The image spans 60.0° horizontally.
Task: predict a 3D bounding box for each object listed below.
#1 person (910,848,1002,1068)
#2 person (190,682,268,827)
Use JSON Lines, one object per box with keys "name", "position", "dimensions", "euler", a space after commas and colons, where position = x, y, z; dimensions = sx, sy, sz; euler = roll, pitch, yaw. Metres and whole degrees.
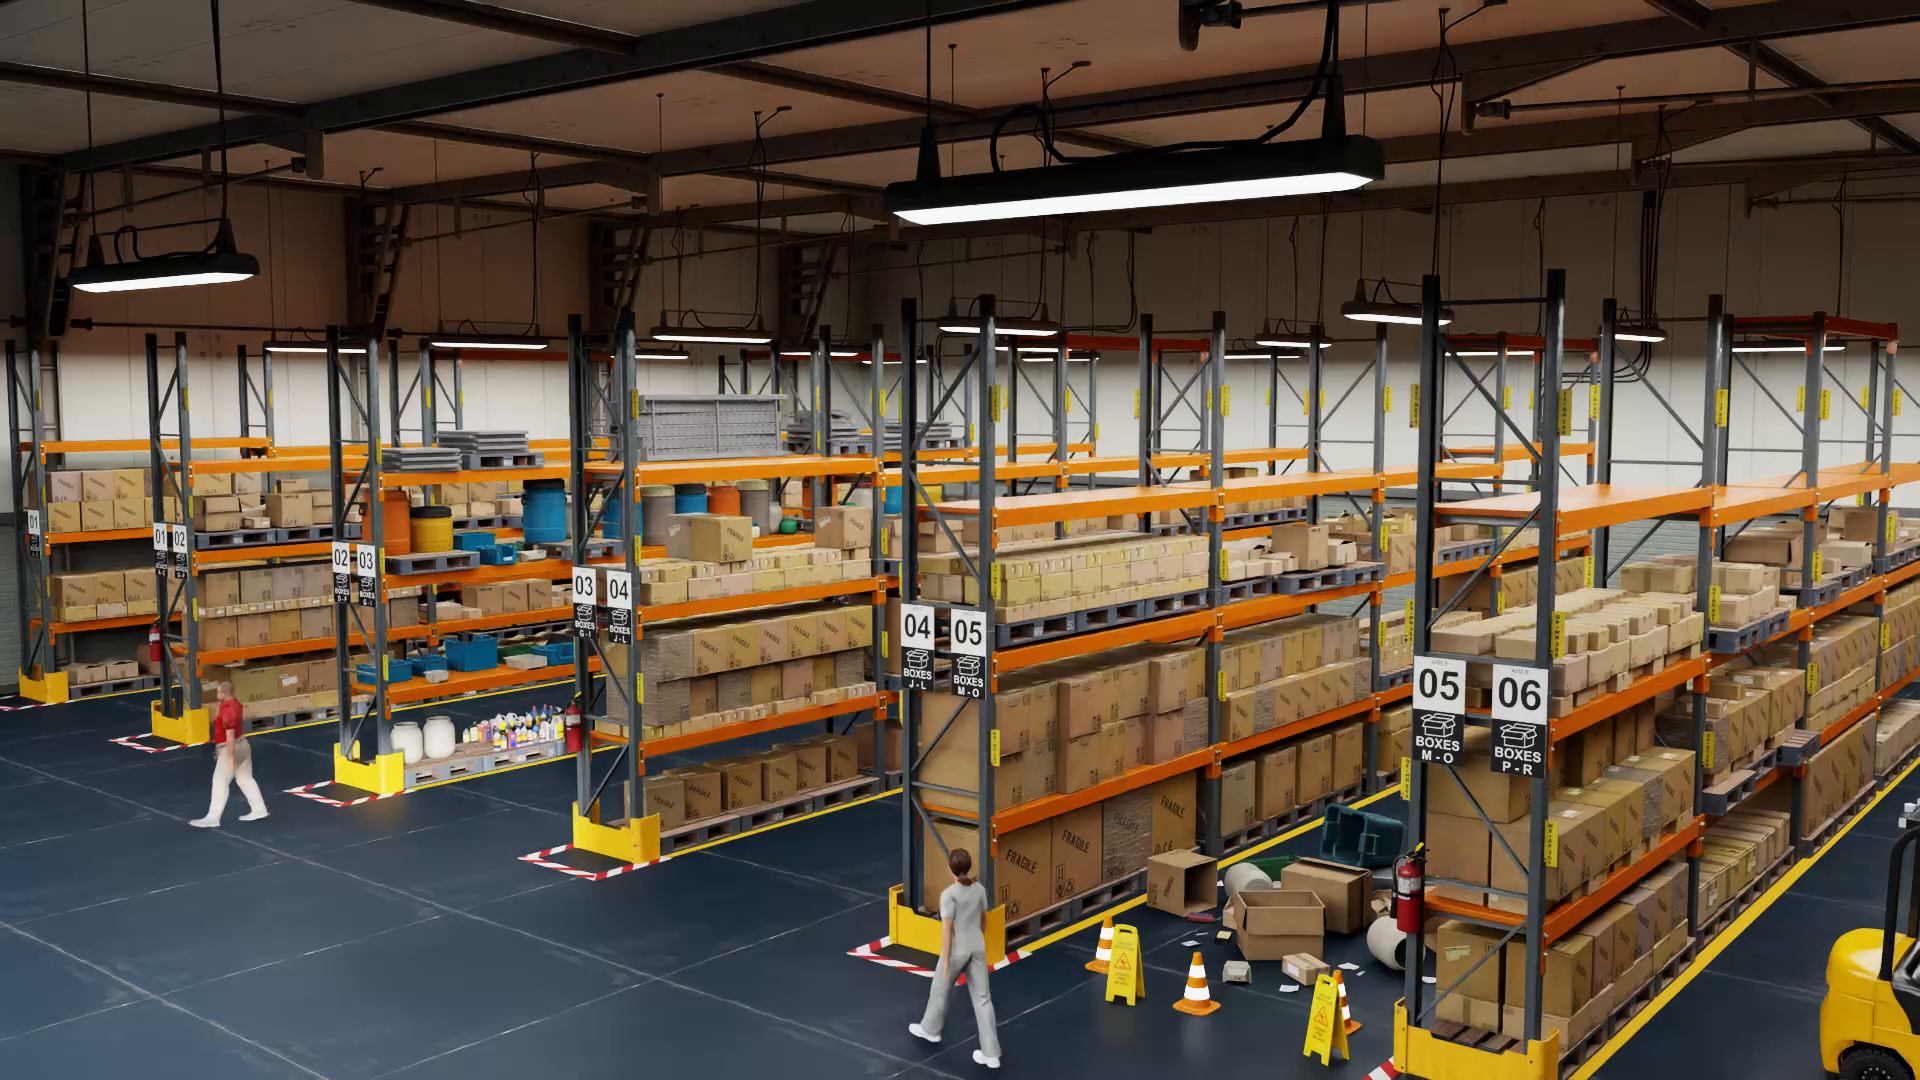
{"name": "person", "position": [-0.004, 3.178, 12.899], "dimensions": [0.490, 1.598, 1.022], "euler": [-3, 6, -34]}
{"name": "person", "position": [-8.722, 2.534, 19.809], "dimensions": [0.798, 1.710, 0.588], "euler": [-1, 5, -10]}
